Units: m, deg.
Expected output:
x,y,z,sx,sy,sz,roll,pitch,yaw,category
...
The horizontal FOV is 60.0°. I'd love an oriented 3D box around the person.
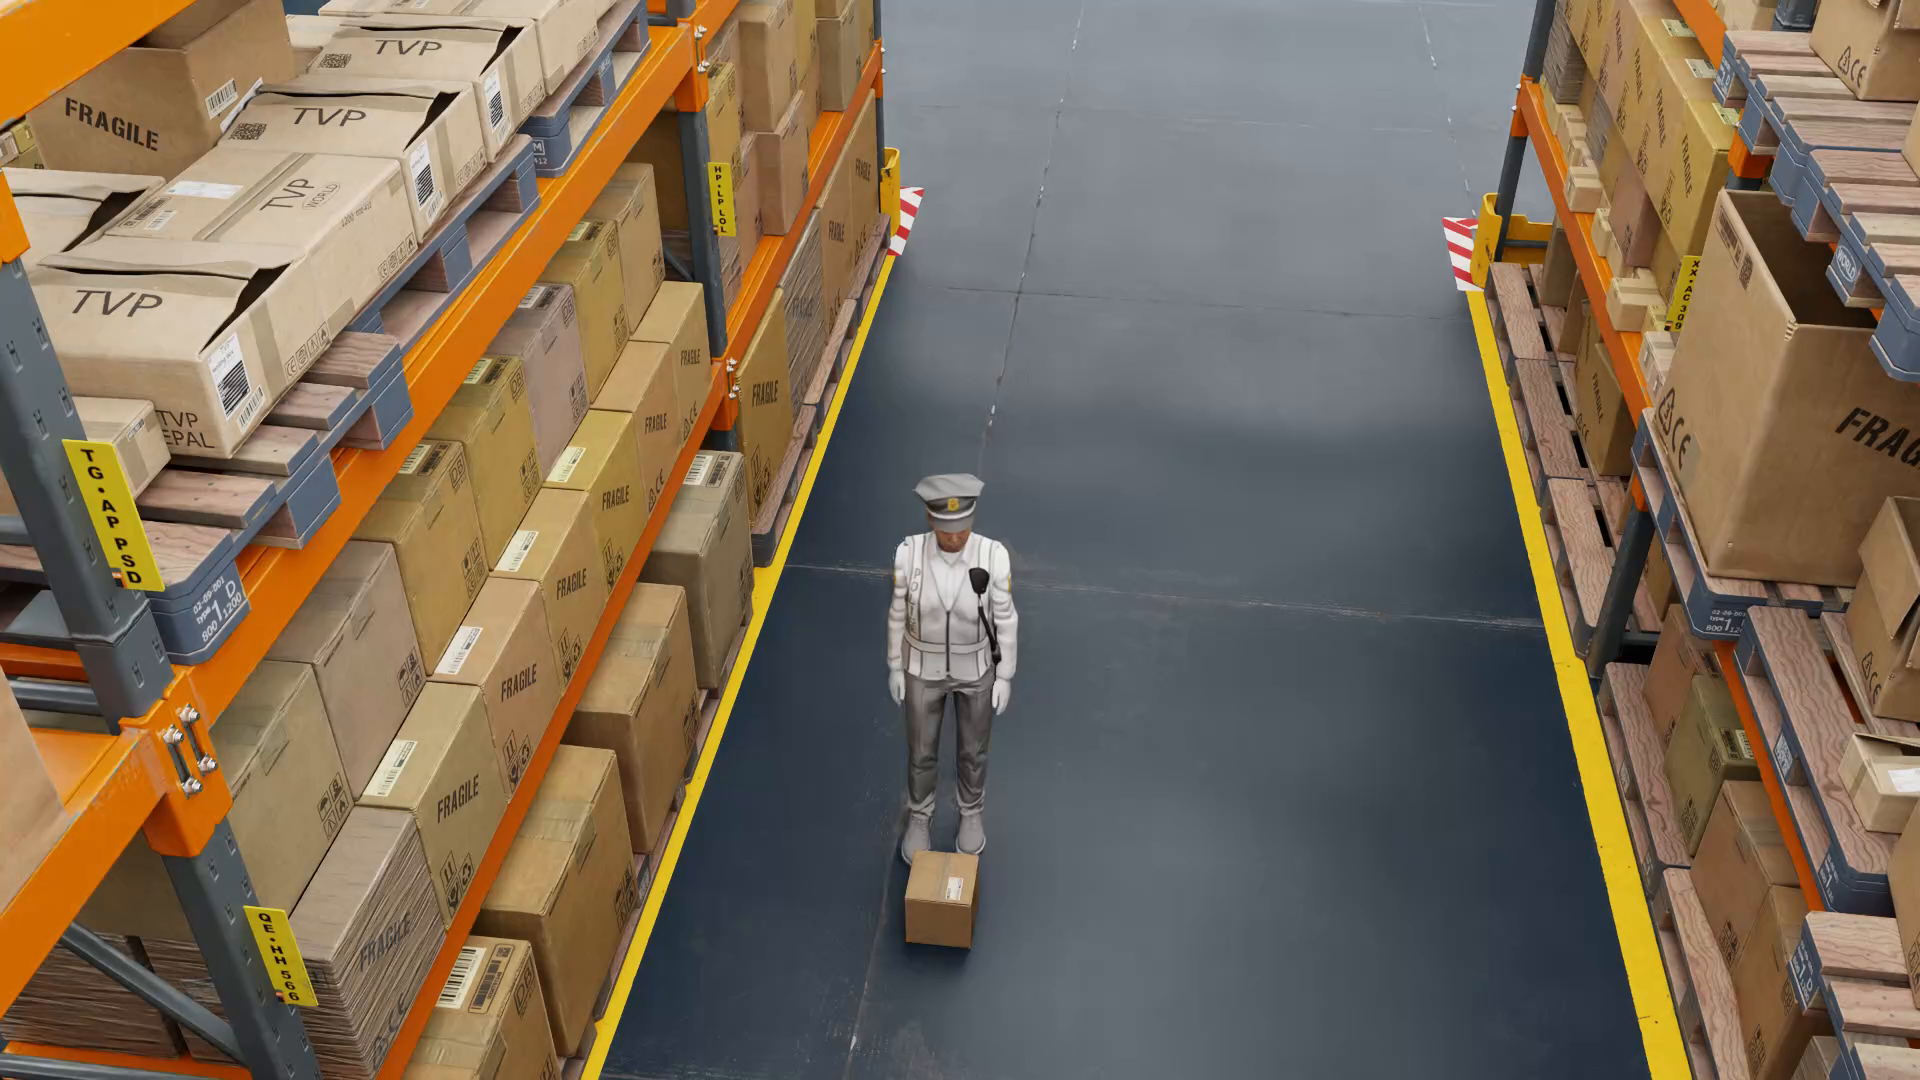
x,y,z,sx,sy,sz,roll,pitch,yaw,category
-0.032,0.512,6.307,0.497,1.705,0.399,2,36,2,person
